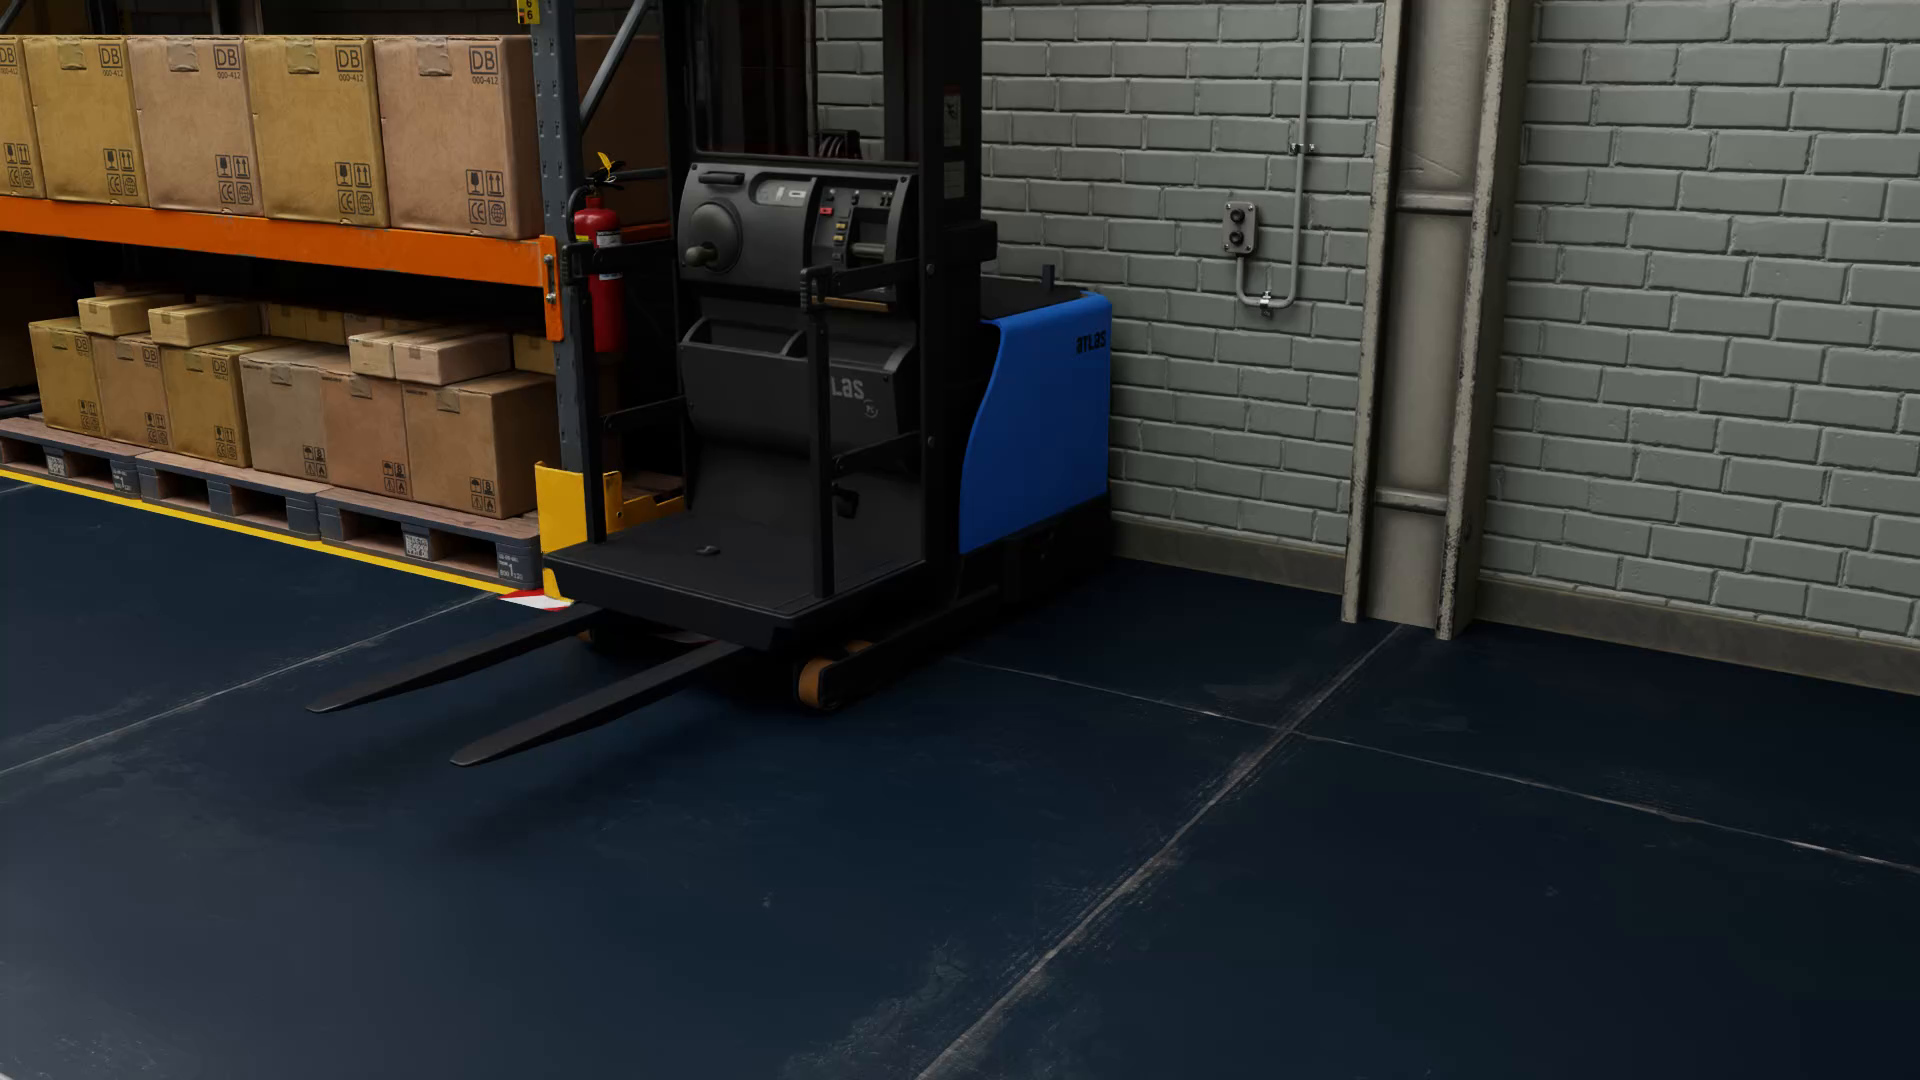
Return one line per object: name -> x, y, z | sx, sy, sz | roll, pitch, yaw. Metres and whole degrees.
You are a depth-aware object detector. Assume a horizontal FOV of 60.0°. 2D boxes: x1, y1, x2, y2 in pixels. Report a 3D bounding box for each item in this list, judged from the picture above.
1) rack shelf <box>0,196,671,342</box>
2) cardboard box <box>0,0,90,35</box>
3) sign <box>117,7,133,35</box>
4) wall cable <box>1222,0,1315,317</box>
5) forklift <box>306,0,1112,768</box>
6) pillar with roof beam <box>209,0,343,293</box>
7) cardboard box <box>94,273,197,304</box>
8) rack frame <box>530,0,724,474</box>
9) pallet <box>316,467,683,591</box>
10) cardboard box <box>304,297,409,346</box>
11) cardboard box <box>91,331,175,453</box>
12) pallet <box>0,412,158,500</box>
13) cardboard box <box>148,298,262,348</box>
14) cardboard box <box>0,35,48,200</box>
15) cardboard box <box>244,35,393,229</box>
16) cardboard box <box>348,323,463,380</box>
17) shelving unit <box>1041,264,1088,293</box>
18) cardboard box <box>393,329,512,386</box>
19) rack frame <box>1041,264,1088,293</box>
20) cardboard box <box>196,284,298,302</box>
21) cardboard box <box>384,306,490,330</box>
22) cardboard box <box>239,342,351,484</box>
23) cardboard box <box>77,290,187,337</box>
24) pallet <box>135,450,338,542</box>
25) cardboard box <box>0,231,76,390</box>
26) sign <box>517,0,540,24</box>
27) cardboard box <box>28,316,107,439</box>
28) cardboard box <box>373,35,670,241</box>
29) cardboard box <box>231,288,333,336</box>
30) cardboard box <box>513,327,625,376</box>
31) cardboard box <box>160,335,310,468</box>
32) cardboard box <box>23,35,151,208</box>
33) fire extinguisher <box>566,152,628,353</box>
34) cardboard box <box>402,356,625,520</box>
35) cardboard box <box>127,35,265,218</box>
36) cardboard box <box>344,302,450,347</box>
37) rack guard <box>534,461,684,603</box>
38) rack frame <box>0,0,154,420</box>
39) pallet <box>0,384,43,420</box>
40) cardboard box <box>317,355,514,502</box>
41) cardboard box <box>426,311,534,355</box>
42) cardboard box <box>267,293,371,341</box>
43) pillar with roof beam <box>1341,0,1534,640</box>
rack shelf -> -2.851, -1.312, 7.277 | 4.000, 0.370, 1.077 | 10, 20, 30
cardboard box -> -4.811, -2.654, 8.447 | 0.500, 0.250, 0.500 | 11, 20, 32
sign -> -4.266, -2.550, 8.490 | 0.005, 0.325, 0.100 | 10, 20, 30
wall cable -> 0.439, -1.878, 6.154 | 1.851, 1.984, 0.084 | 10, 20, 30
forklift -> -0.669, -1.031, 5.233 | 1.130, 2.935, 3.031 | 11, 20, 33
pillar with roof beam -> -5.759, -3.873, 4.147 | 0.400, 9.000, 9.100 | 10, 20, 30
cardboard box -> -3.991, -1.208, 8.159 | 0.250, 0.149, 0.380 | 10, 20, 30
rack frame -> -1.147, -1.352, 6.171 | 0.127, 3.000, 1.000 | 10, 20, 30
pallet -> -1.869, -0.120, 6.913 | 1.213, 0.211, 1.003 | 10, 20, 30
cardboard box -> -2.666, -0.972, 7.382 | 0.250, 0.149, 0.380 | 10, 20, 31
cardboard box -> -3.545, -0.749, 7.764 | 0.500, 0.500, 0.700 | 10, 20, 30
pallet -> -3.948, -0.491, 8.135 | 1.213, 0.211, 1.003 | 10, 20, 30
cardboard box -> -3.330, -0.960, 7.343 | 0.250, 0.149, 0.380 | 9, 19, 28
cardboard box -> -4.101, -2.017, 7.846 | 0.700, 0.700, 0.980 | 10, 20, 31
cardboard box -> -2.212, -1.679, 6.730 | 0.700, 0.700, 0.980 | 10, 20, 30
cardboard box -> -2.218, -0.762, 6.691 | 0.250, 0.149, 0.380 | 11, 20, 32
shelving unit -> -0.046, -0.538, 6.646 | 1.048, 1.125, 0.538 | 7, 9, 27
cardboard box -> -2.000, -0.723, 6.564 | 0.250, 0.149, 0.380 | 10, 19, 29
rack frame -> 0.405, -0.483, 6.418 | 0.032, 1.125, 0.500 | 7, 9, 27
cardboard box -> -3.316, -1.088, 7.765 | 0.250, 0.149, 0.380 | 9, 19, 28
cardboard box -> -2.229, -0.895, 7.128 | 0.250, 0.149, 0.380 | 10, 20, 31
cardboard box -> -2.651, -0.591, 7.244 | 0.500, 0.500, 0.700 | 9, 19, 28
cardboard box -> -3.775, -1.039, 7.604 | 0.250, 0.149, 0.380 | 11, 20, 32
pallet -> -2.904, -0.306, 7.525 | 1.213, 0.211, 1.003 | 10, 20, 30
cardboard box -> -5.177, -1.200, 8.645 | 0.750, 0.750, 0.750 | 10, 20, 31
sign -> -1.442, -1.887, 5.533 | 0.005, 0.325, 0.100 | 10, 20, 30
cardboard box -> -3.972, -0.826, 8.019 | 0.500, 0.500, 0.700 | 10, 20, 31
cardboard box -> -1.586, -1.571, 6.375 | 0.700, 0.700, 0.980 | 11, 20, 33
cardboard box -> -3.101, -1.050, 7.638 | 0.250, 0.149, 0.380 | 10, 20, 31
cardboard box -> -1.584, -0.780, 6.749 | 0.250, 0.149, 0.380 | 10, 20, 30
cardboard box -> -3.109, -0.670, 7.505 | 0.500, 0.500, 0.700 | 11, 20, 31
cardboard box -> -3.482, -1.905, 7.476 | 0.700, 0.700, 0.980 | 10, 19, 29
fire extinguisher -> -1.260, -0.999, 5.785 | 0.183, 0.674, 0.296 | 10, 20, 30
cardboard box -> -1.795, -0.439, 6.743 | 0.500, 0.500, 0.700 | 10, 20, 30
cardboard box -> -2.857, -1.797, 7.120 | 0.700, 0.700, 0.980 | 9, 19, 27
cardboard box -> -2.447, -0.933, 7.254 | 0.250, 0.149, 0.380 | 10, 20, 31
rack guard -> -1.126, -0.152, 6.523 | 0.348, 0.500, 1.175 | 10, 20, 30
rack frame -> -4.555, -1.960, 8.174 | 0.127, 3.000, 1.000 | 10, 20, 30
pallet -> -5.252, -0.725, 8.905 | 1.213, 0.211, 1.003 | 10, 20, 30
cardboard box -> -2.222, -0.515, 6.993 | 0.500, 0.500, 0.700 | 10, 20, 30
cardboard box -> -2.016, -0.856, 7.002 | 0.250, 0.149, 0.380 | 10, 20, 30
cardboard box -> -2.881, -1.011, 7.509 | 0.250, 0.149, 0.380 | 10, 19, 29
pillar with roof beam -> -0.646, -2.960, 1.143 | 0.400, 9.000, 9.100 | 10, 20, 30
